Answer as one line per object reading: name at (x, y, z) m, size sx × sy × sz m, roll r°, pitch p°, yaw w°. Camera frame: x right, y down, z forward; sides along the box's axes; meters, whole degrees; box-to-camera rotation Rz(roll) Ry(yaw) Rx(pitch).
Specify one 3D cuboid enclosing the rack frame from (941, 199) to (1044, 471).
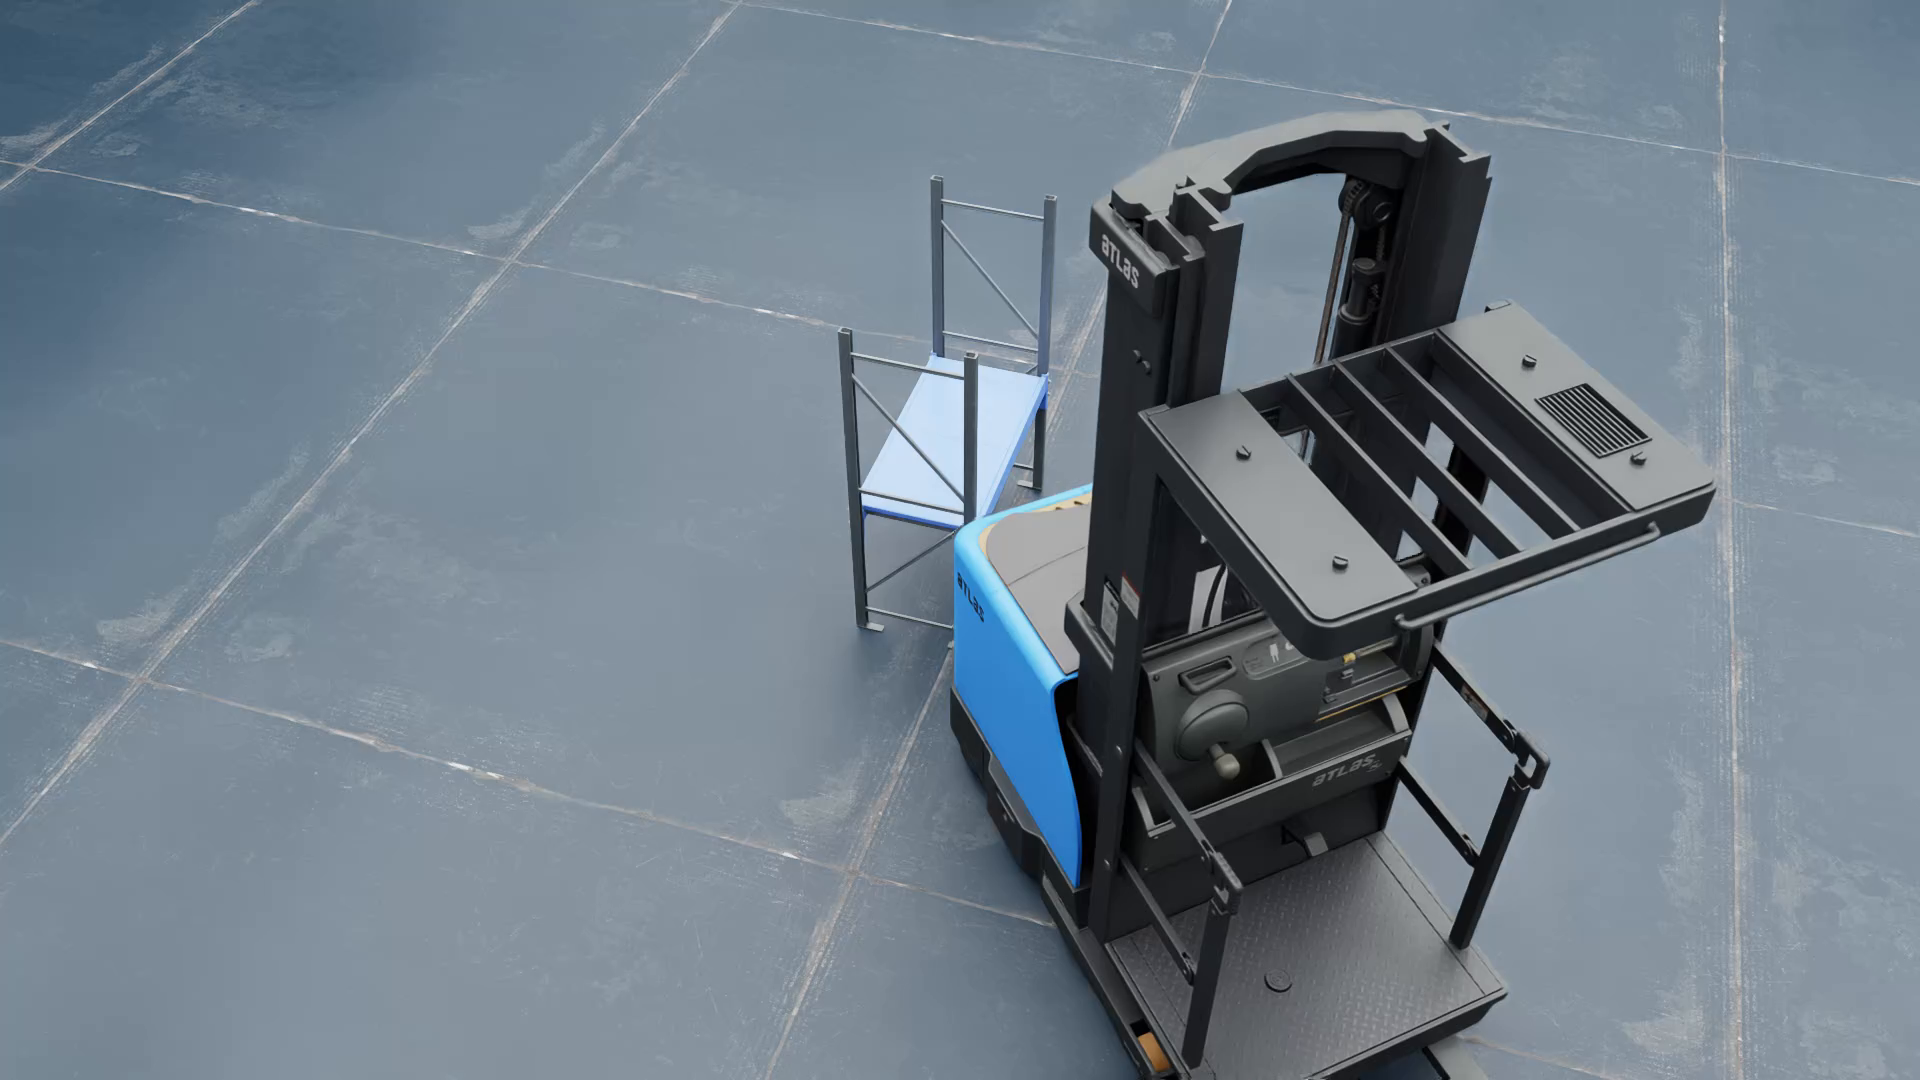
rack frame at (0.130, -0.818, 6.912) m, size 0.475 × 1.308 × 0.013 m, roll 13°, pitch 46°, yaw 12°

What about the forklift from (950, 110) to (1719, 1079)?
forklift at (1.035, 0.471, 4.572) m, size 1.130 × 2.935 × 3.031 m, roll -18°, pitch 47°, yaw -17°

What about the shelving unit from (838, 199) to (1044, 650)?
shelving unit at (-0.027, -0.476, 6.563) m, size 0.500 × 1.500 × 1.039 m, roll 13°, pitch 46°, yaw 12°

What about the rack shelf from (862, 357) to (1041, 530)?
rack shelf at (-0.026, -0.398, 6.645) m, size 0.459 × 0.026 × 0.952 m, roll 13°, pitch 46°, yaw 12°

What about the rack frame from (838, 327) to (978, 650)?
rack frame at (-0.180, -0.140, 6.220) m, size 0.500 × 1.500 × 0.032 m, roll 13°, pitch 46°, yaw 12°
